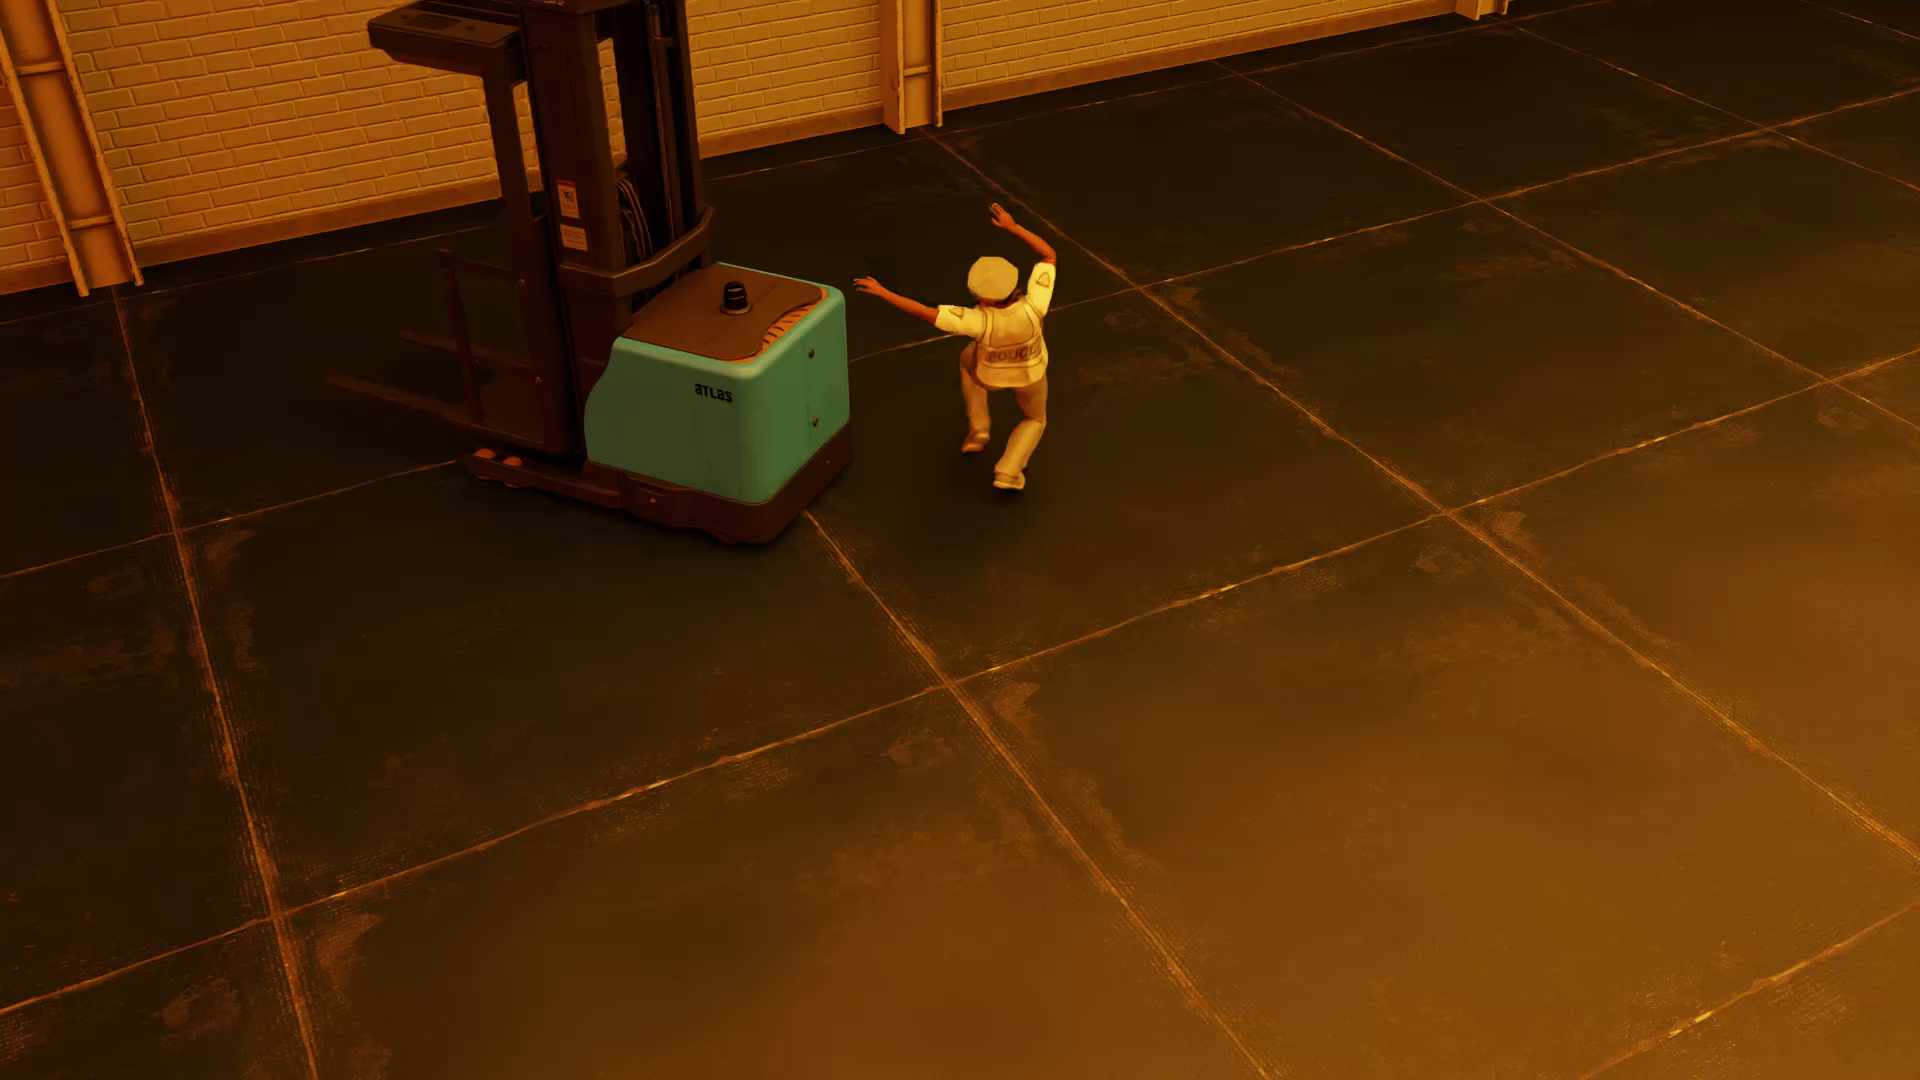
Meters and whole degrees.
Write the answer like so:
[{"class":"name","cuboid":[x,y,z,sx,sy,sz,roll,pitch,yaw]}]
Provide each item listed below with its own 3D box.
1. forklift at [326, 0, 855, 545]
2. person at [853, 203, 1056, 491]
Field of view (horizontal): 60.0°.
[{"class":"forklift","cuboid":[-2.144,-1.741,8.586,3.031,2.935,1.130,15,38,20]},{"class":"person","cuboid":[-0.018,-1.004,8.775,1.017,1.567,0.823,2,35,2]}]
